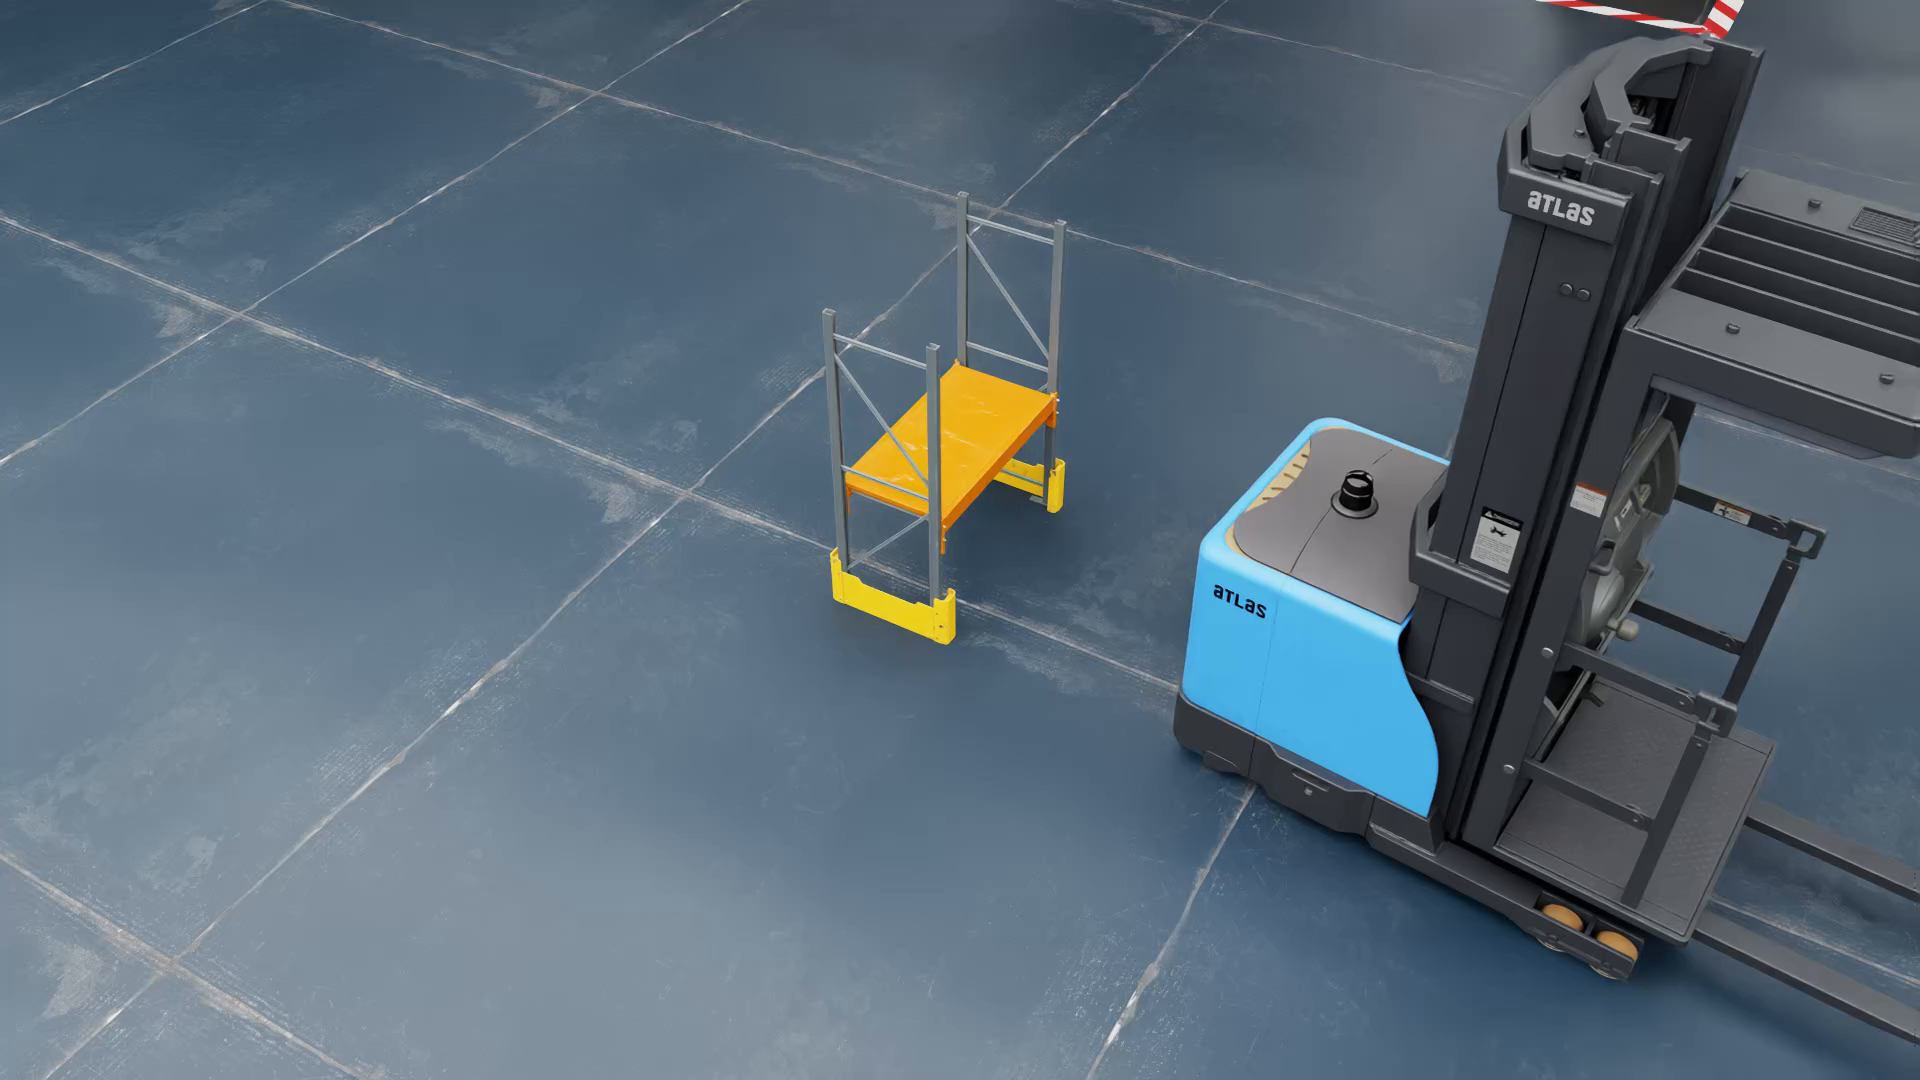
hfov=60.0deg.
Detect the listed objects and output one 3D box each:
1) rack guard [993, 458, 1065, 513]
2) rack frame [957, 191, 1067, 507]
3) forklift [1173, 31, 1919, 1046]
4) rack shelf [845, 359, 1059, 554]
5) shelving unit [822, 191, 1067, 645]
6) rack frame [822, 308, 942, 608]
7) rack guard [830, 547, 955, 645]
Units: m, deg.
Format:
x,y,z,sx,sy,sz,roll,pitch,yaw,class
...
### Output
x,y,z,sx,sy,sz,roll,pitch,yaw,class
0.211,-0.335,7.757,0.587,0.250,0.087,21,45,22,rack guard
0.212,-0.805,7.345,0.500,1.500,0.032,21,45,22,rack frame
2.339,0.030,5.313,3.031,2.935,1.130,25,47,26,forklift
-0.043,-0.379,7.133,0.538,0.185,1.000,21,45,22,rack shelf
-0.038,-0.519,7.020,0.587,1.500,1.083,21,45,22,shelving unit
-0.297,-0.223,6.684,0.500,1.500,0.032,21,45,22,rack frame
-0.287,0.235,7.110,0.587,0.250,0.087,21,45,22,rack guard
